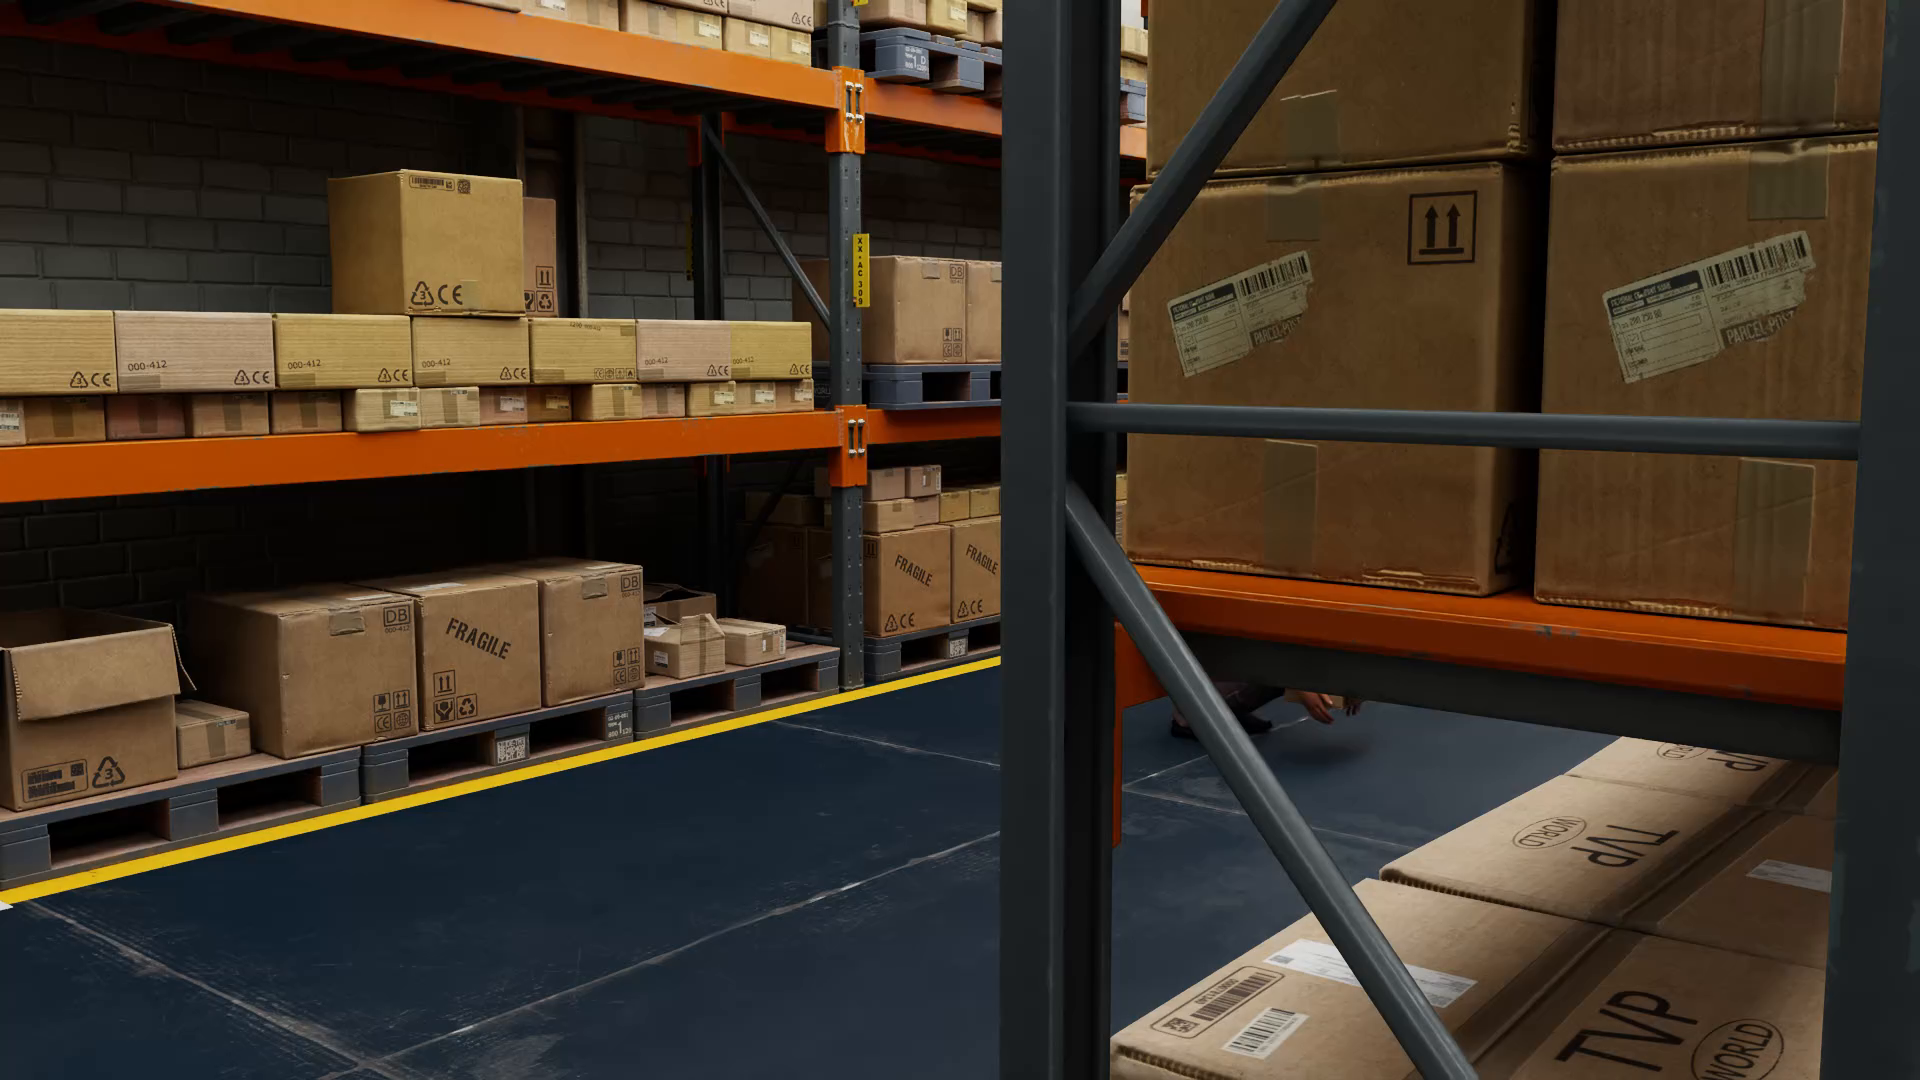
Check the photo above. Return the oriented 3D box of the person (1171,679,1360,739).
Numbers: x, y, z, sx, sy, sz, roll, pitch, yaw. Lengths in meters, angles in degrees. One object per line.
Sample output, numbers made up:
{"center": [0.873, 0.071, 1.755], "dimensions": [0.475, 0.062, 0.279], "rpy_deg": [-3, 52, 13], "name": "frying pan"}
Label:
{"center": [1.195, 0.337, 6.768], "dimensions": [0.868, 0.967, 0.528], "rpy_deg": [5, 8, 38], "name": "person"}
